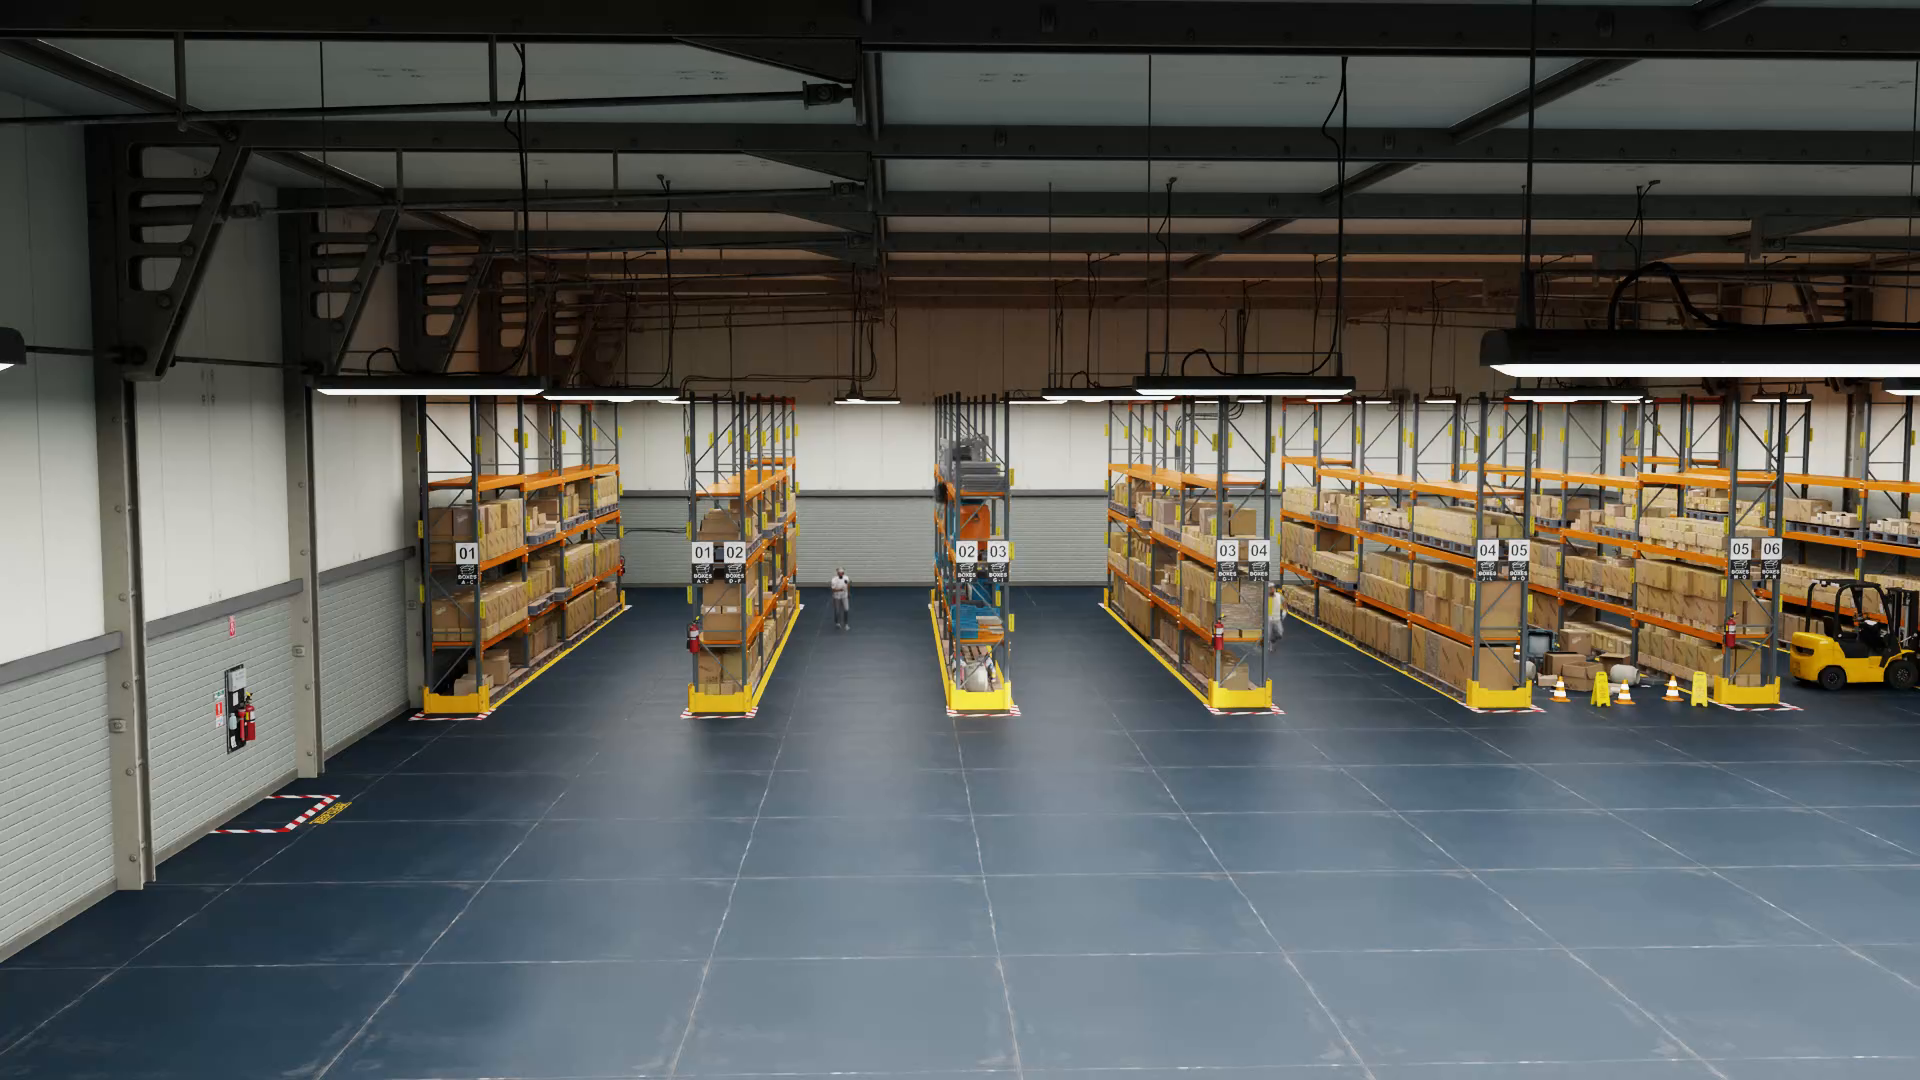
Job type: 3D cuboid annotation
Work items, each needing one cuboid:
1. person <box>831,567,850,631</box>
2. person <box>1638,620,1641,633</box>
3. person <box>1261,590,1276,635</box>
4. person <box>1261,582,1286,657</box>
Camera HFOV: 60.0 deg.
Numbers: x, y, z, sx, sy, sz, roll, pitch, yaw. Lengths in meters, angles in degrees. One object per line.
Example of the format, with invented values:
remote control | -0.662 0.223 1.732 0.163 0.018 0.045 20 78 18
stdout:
person | -3.058 1.490 42.625 0.515 1.638 0.934 -1 5 -13
person | 16.795 1.595 40.742 0.701 1.756 1.062 -1 5 -8
person | 7.514 1.617 40.951 0.574 1.647 0.636 0 5 -4
person | 7.122 1.821 37.829 0.730 1.732 0.706 -1 5 -8
